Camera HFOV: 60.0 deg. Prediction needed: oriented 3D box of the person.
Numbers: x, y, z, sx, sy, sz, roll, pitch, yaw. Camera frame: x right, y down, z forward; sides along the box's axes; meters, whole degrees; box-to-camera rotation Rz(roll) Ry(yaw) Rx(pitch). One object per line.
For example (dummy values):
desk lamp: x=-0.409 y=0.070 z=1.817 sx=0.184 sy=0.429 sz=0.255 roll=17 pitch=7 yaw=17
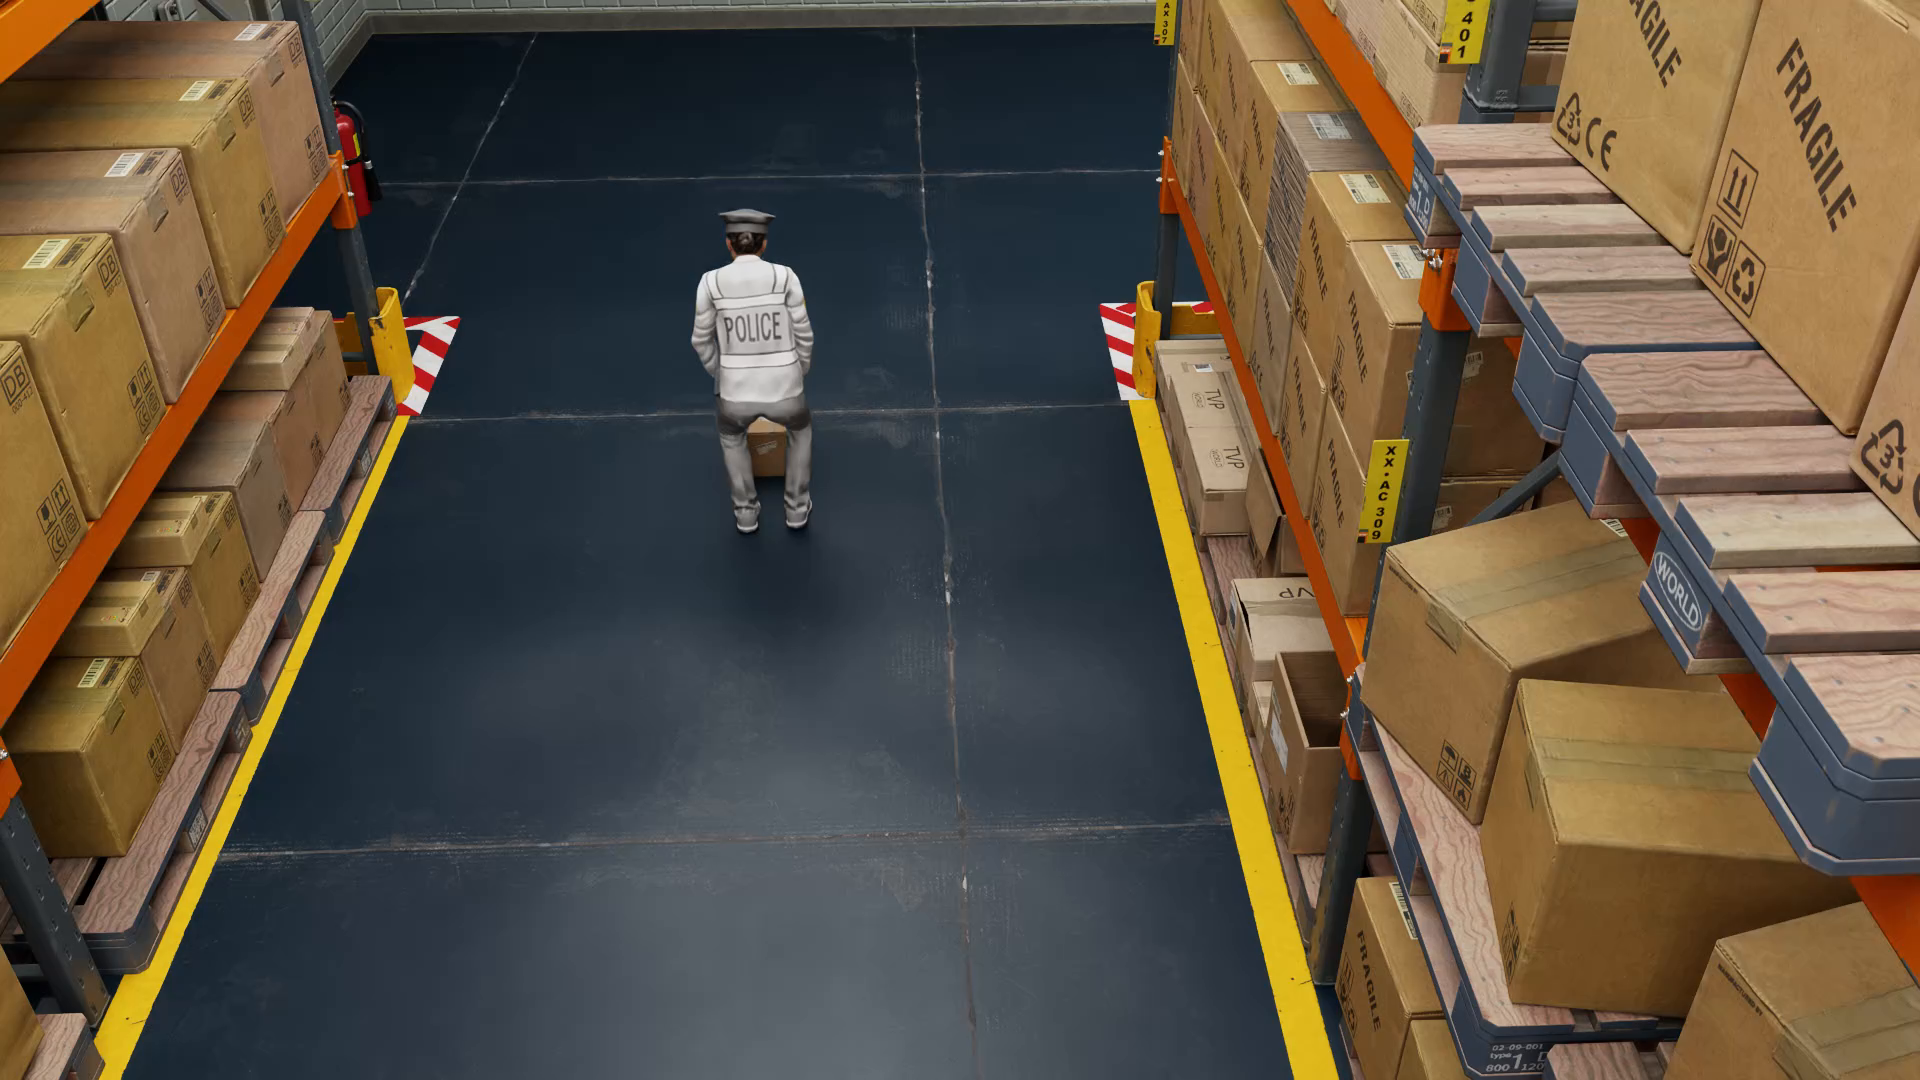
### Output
person: x=-0.905 y=-0.720 z=7.347 sx=0.533 sy=1.455 sz=0.654 roll=-1 pitch=35 yaw=-2
